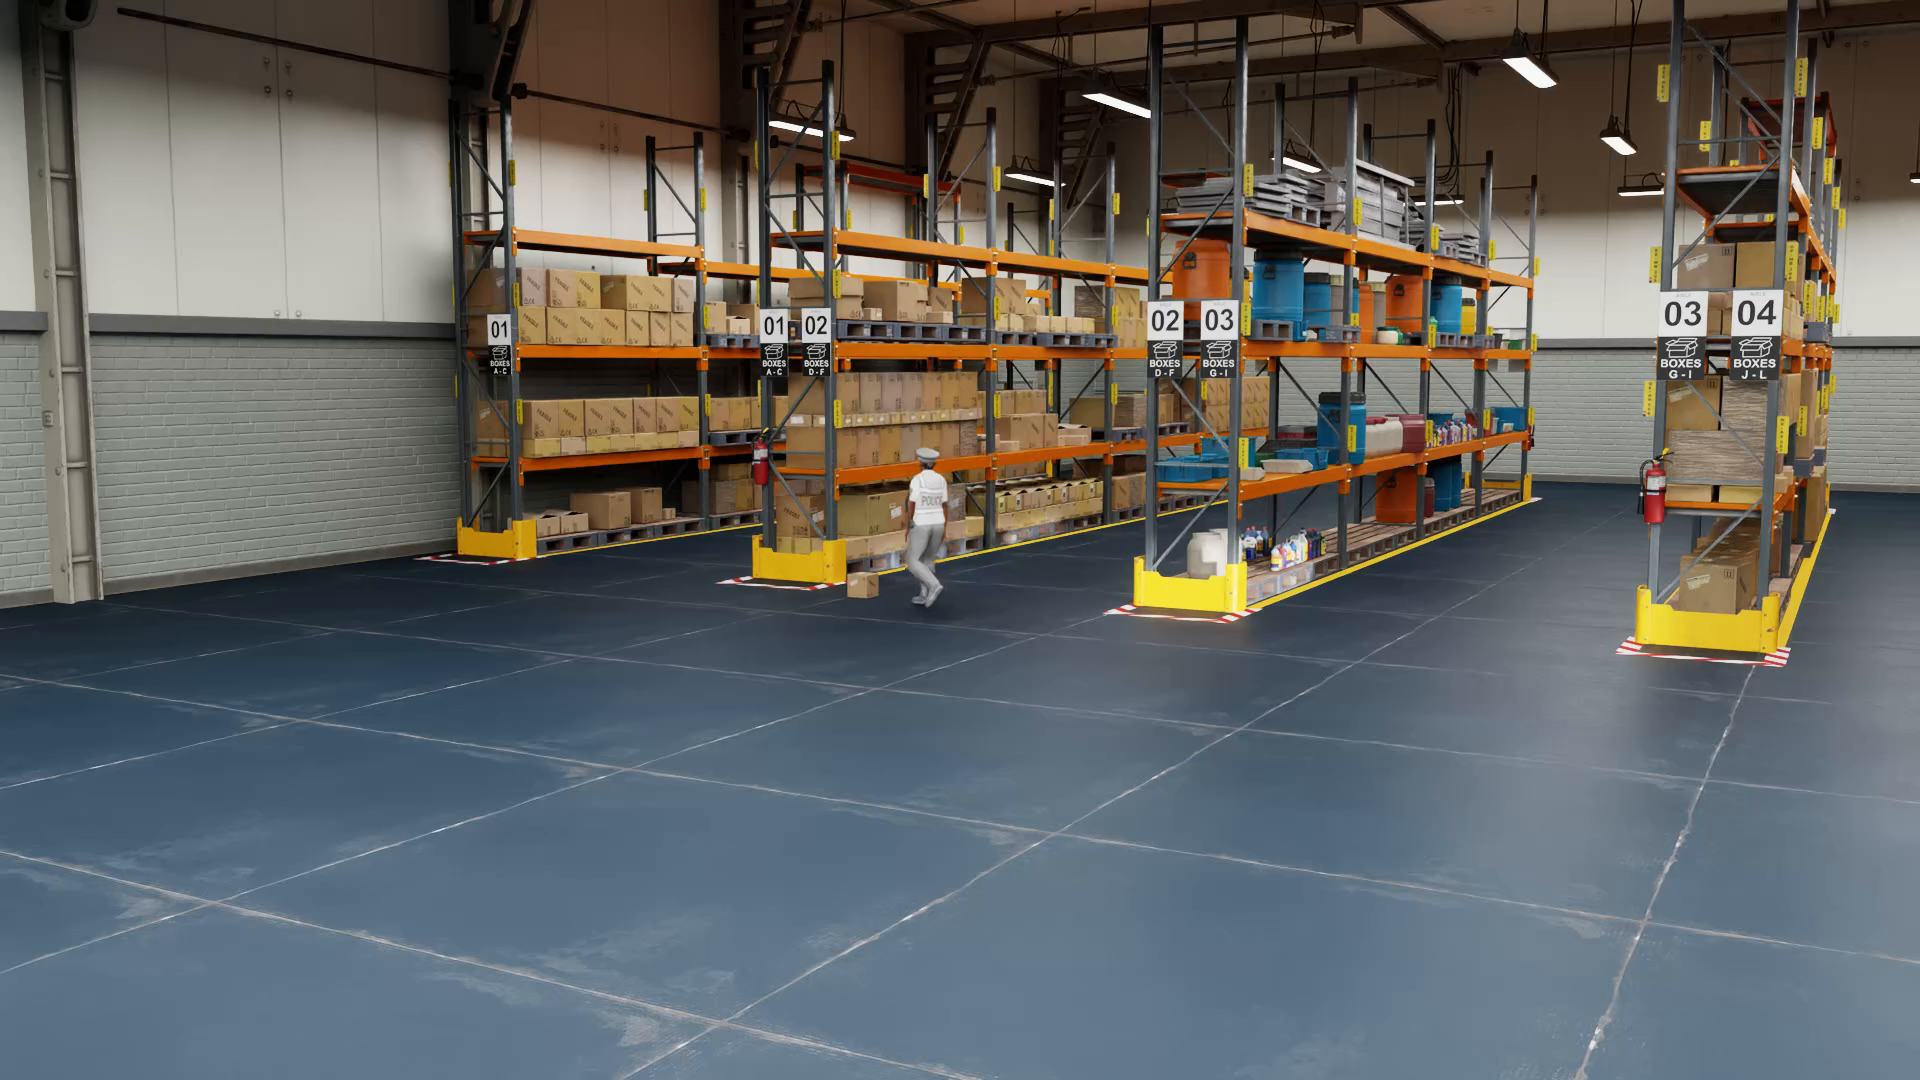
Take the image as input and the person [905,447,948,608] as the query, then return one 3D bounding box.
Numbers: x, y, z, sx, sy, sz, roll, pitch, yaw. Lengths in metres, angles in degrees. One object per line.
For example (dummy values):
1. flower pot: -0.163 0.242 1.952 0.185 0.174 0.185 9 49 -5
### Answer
1. person: -0.323 -0.125 17.422 0.464 1.654 0.721 -4 7 -34
